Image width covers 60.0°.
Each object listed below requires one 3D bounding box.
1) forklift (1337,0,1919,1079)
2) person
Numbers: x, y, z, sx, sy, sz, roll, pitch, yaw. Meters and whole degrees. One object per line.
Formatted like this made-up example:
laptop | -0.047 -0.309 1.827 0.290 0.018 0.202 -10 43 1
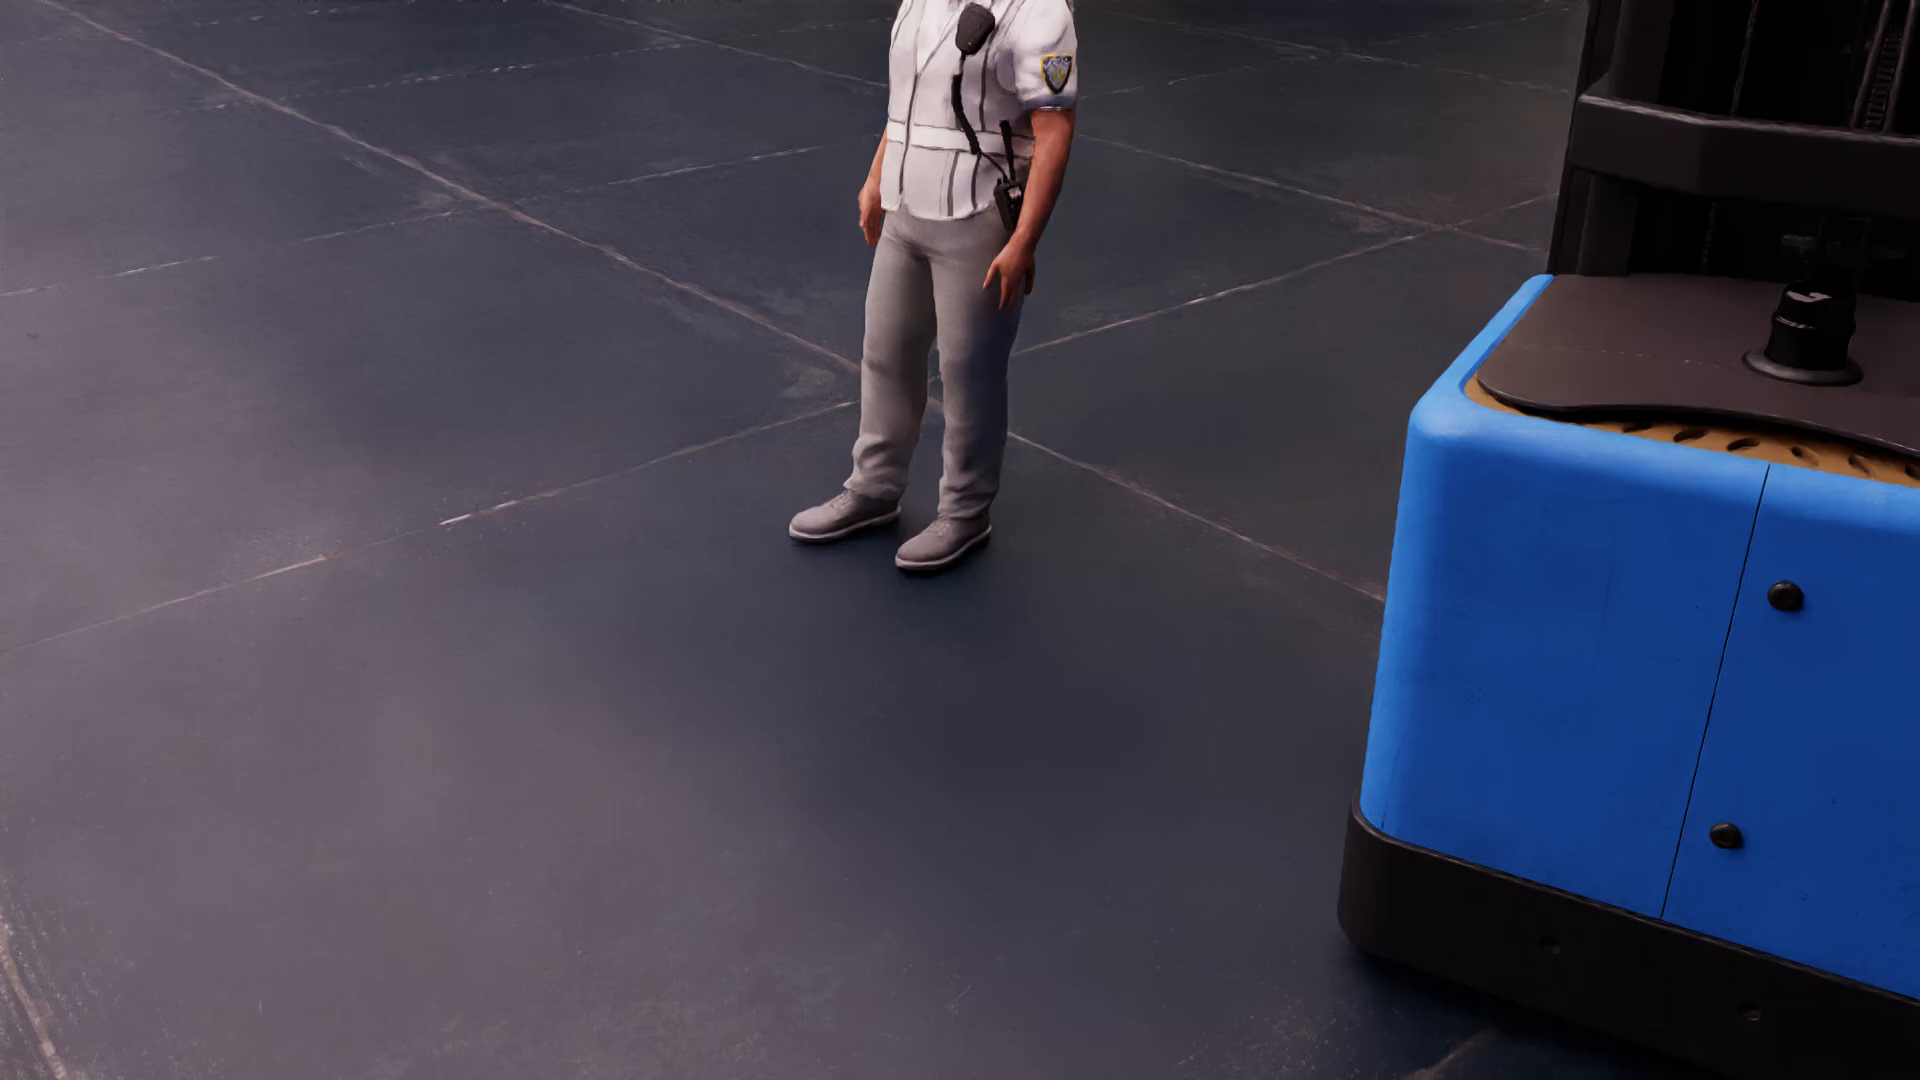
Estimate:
forklift | 1.849 -1.016 3.250 1.130 2.935 3.031 14 30 27
person | -0.067 -0.788 4.065 0.575 1.781 0.640 -20 33 -35
